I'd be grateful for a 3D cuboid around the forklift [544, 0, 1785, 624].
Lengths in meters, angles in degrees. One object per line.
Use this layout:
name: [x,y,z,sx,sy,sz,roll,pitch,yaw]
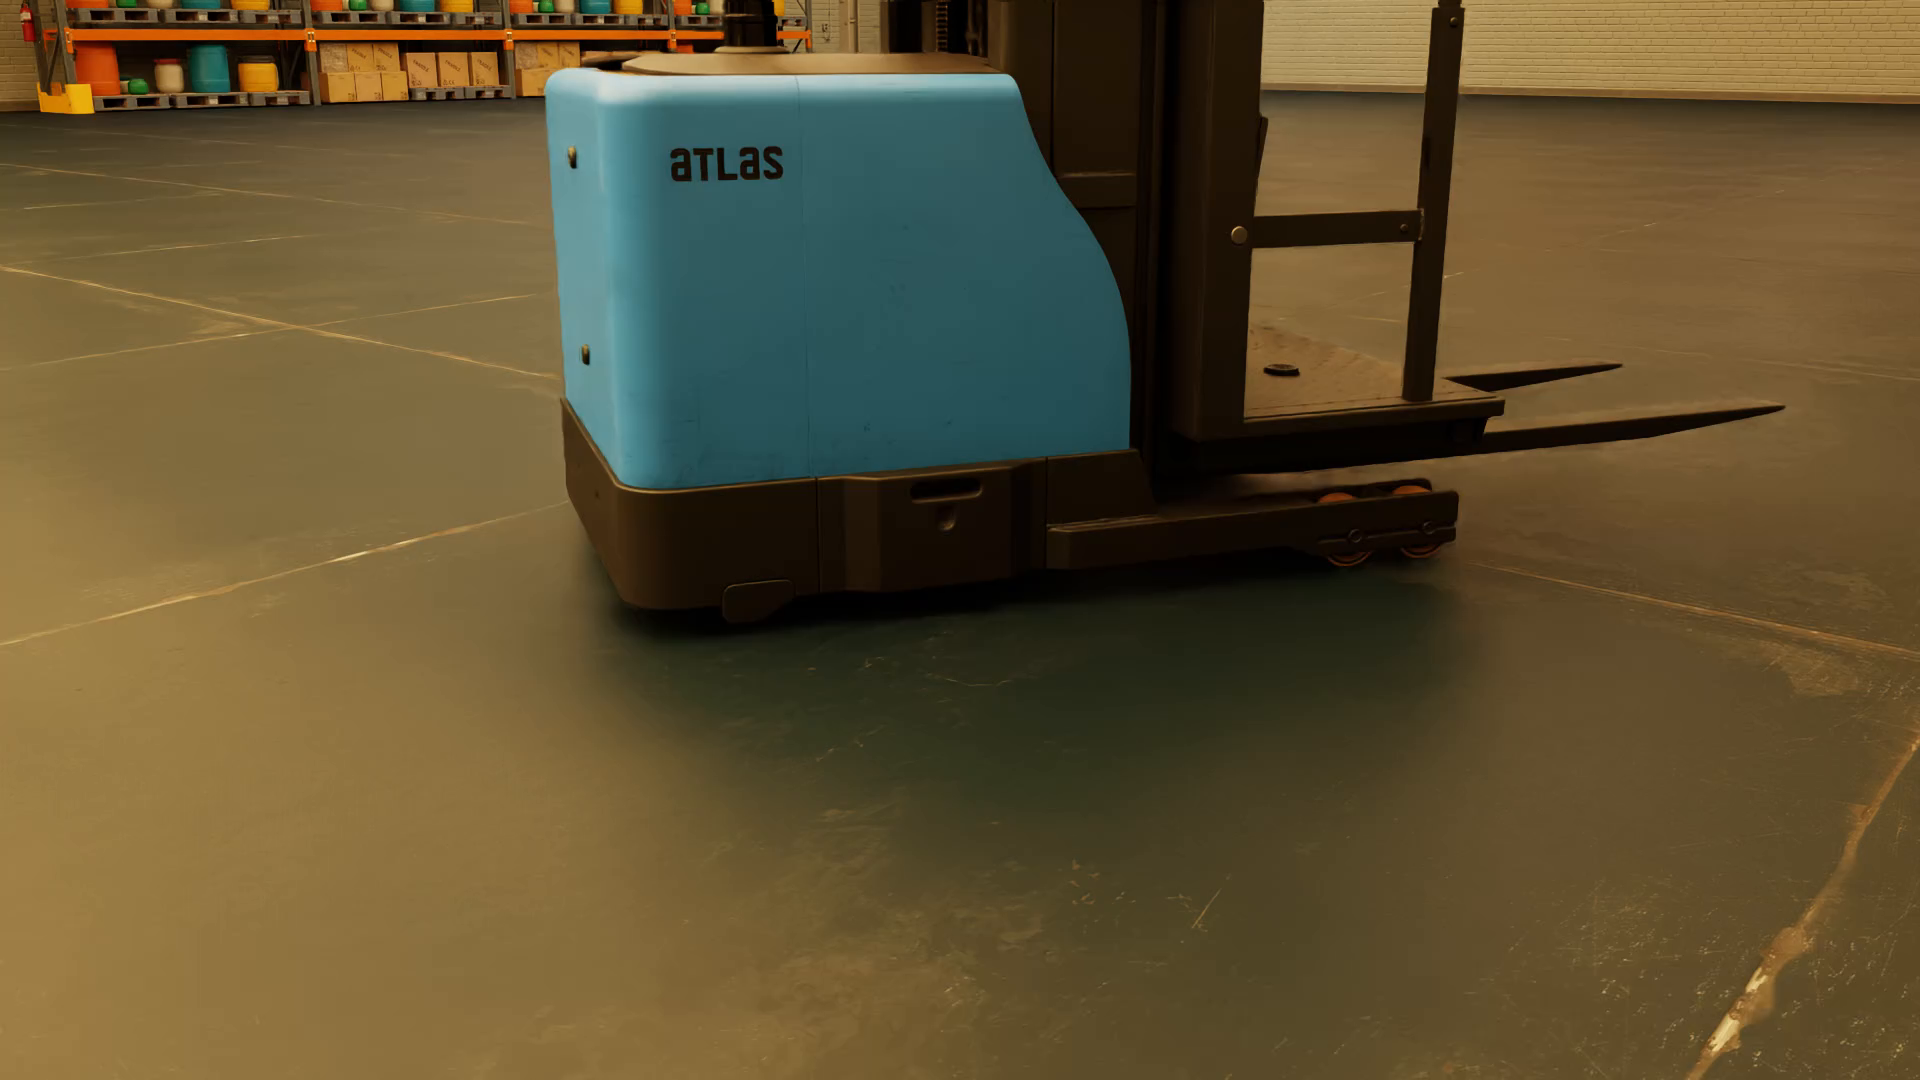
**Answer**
forklift: [0.609,-1.479,3.769,3.031,2.935,1.130,-6,18,-19]
